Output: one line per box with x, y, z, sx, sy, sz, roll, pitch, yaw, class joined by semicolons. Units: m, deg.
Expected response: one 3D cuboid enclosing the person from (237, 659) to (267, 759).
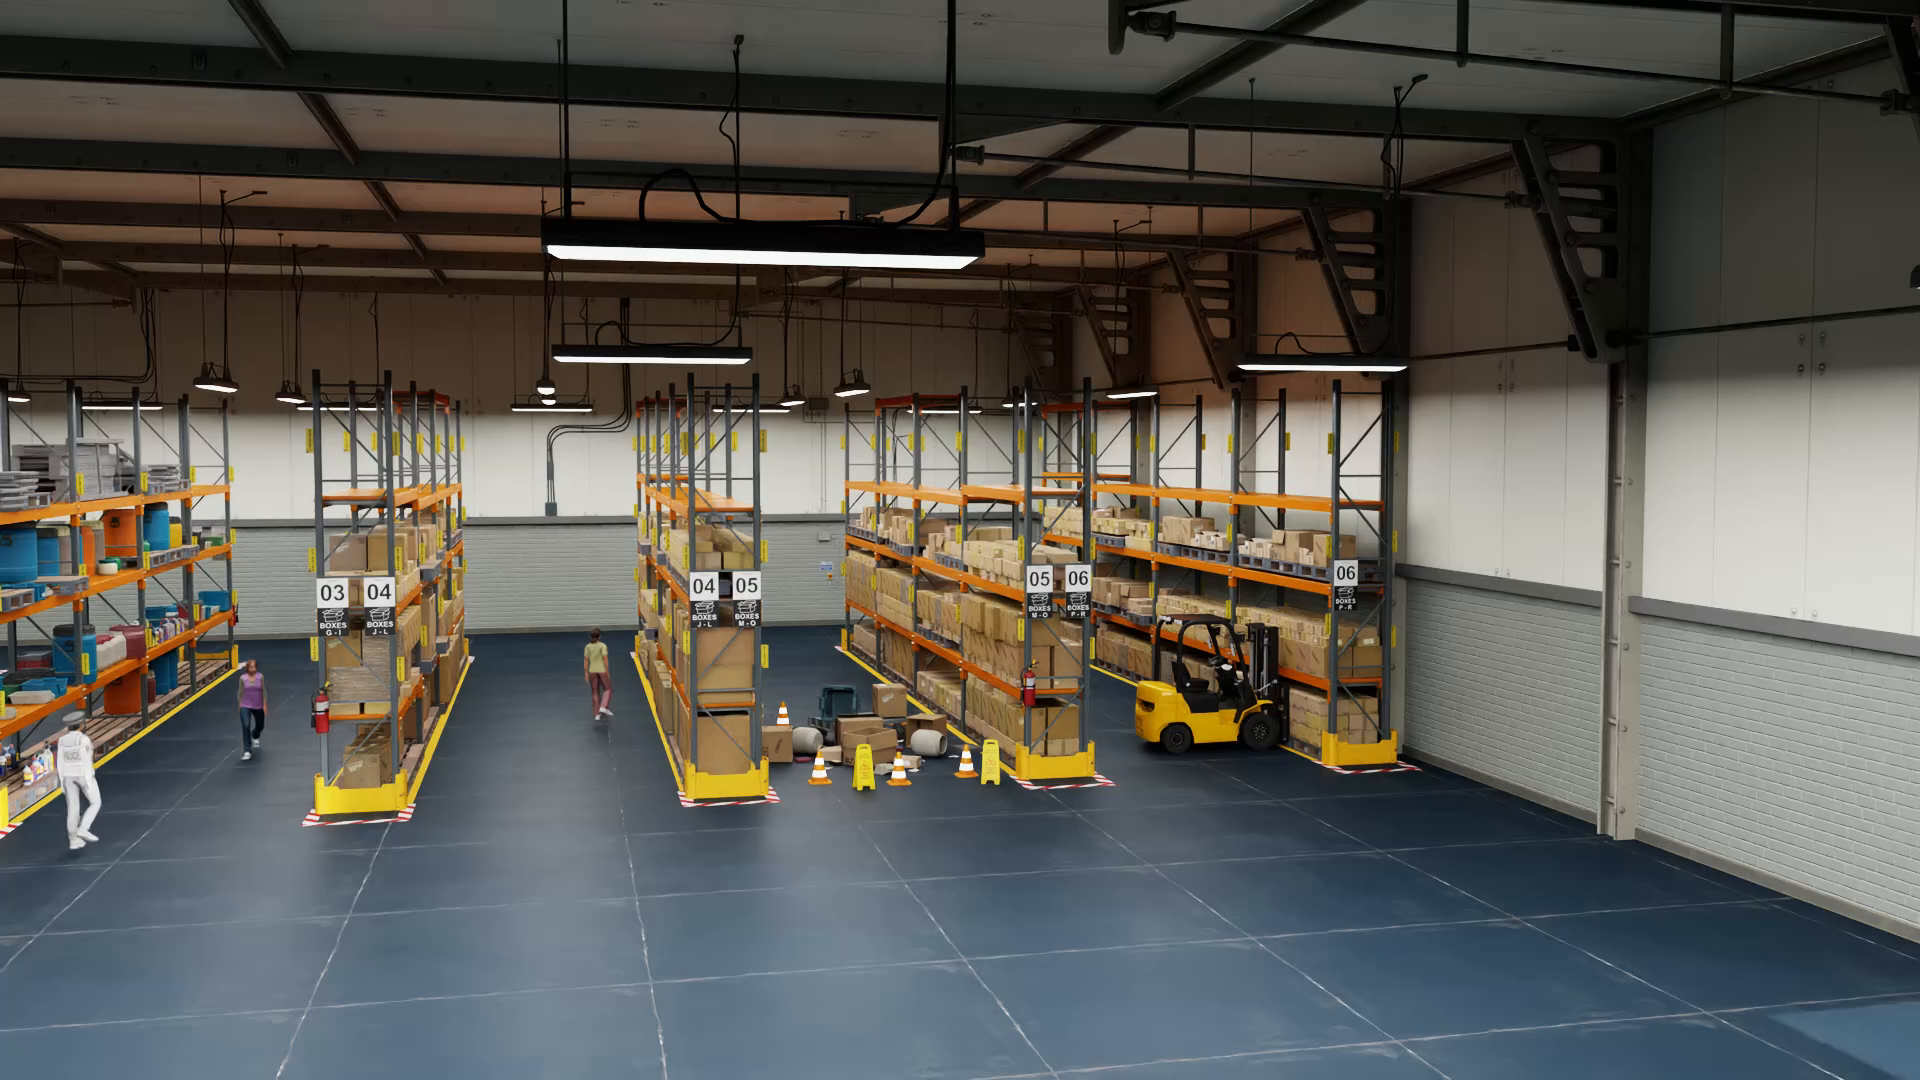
-11.380;2.687;26.732;0.430;1.530;0.912;-2;4;-32;person

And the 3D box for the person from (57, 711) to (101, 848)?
-10.941;2.968;20.600;0.527;1.674;0.483;0;3;-3;person

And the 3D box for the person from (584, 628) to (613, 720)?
-6.542;2.430;30.060;0.518;1.657;0.486;0;3;-3;person
